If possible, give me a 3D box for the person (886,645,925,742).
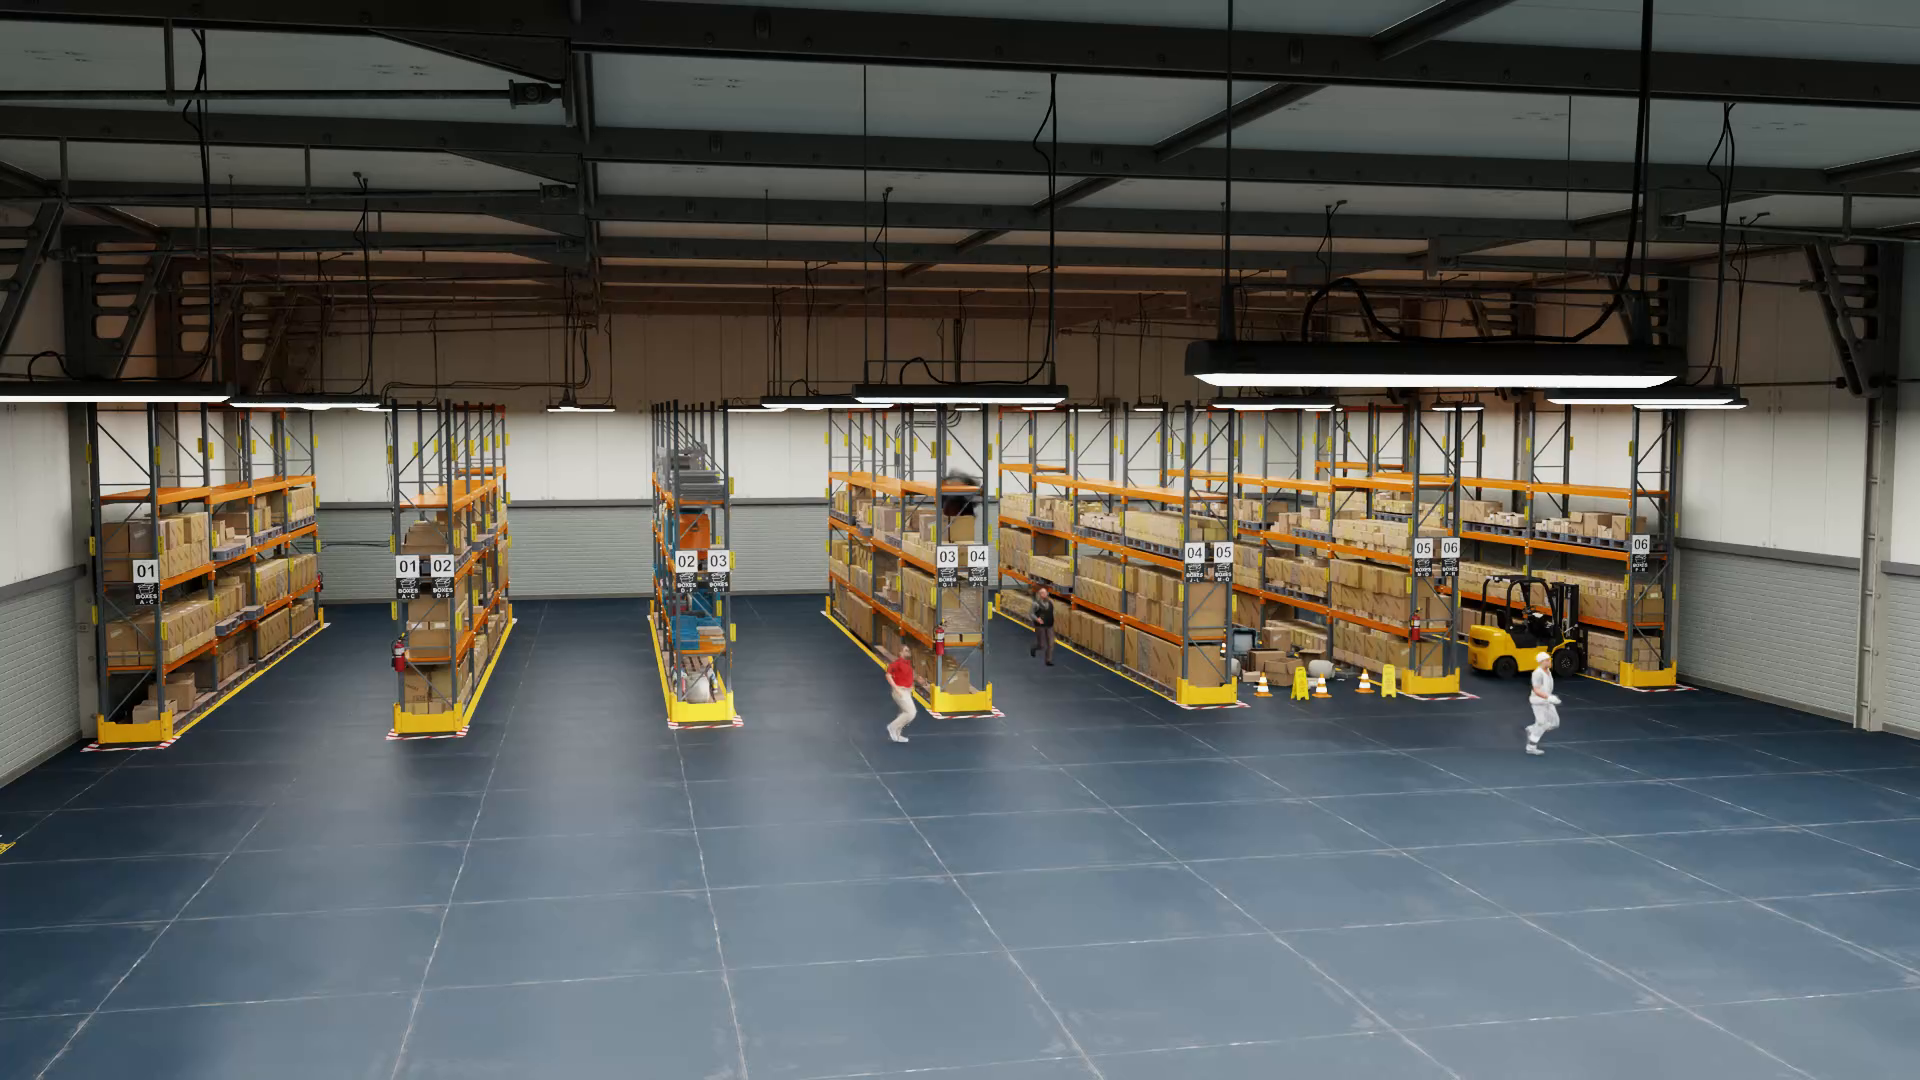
[{"bbox_3d":[-0.937,2.684,29.080,0.602,1.694,0.643,1,4,15],"label":"person"}]

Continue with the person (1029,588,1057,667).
[{"bbox_3d":[1.835,1.889,36.048,0.677,1.674,0.905,-2,5,-23],"label":"person"}]

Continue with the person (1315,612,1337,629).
[{"bbox_3d":[9.395,1.597,42.830,0.670,1.769,0.915,-2,5,-22],"label":"person"}]

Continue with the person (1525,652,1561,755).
[{"bbox_3d":[9.826,2.746,27.959,0.656,1.742,0.699,4,6,40],"label":"person"}]
